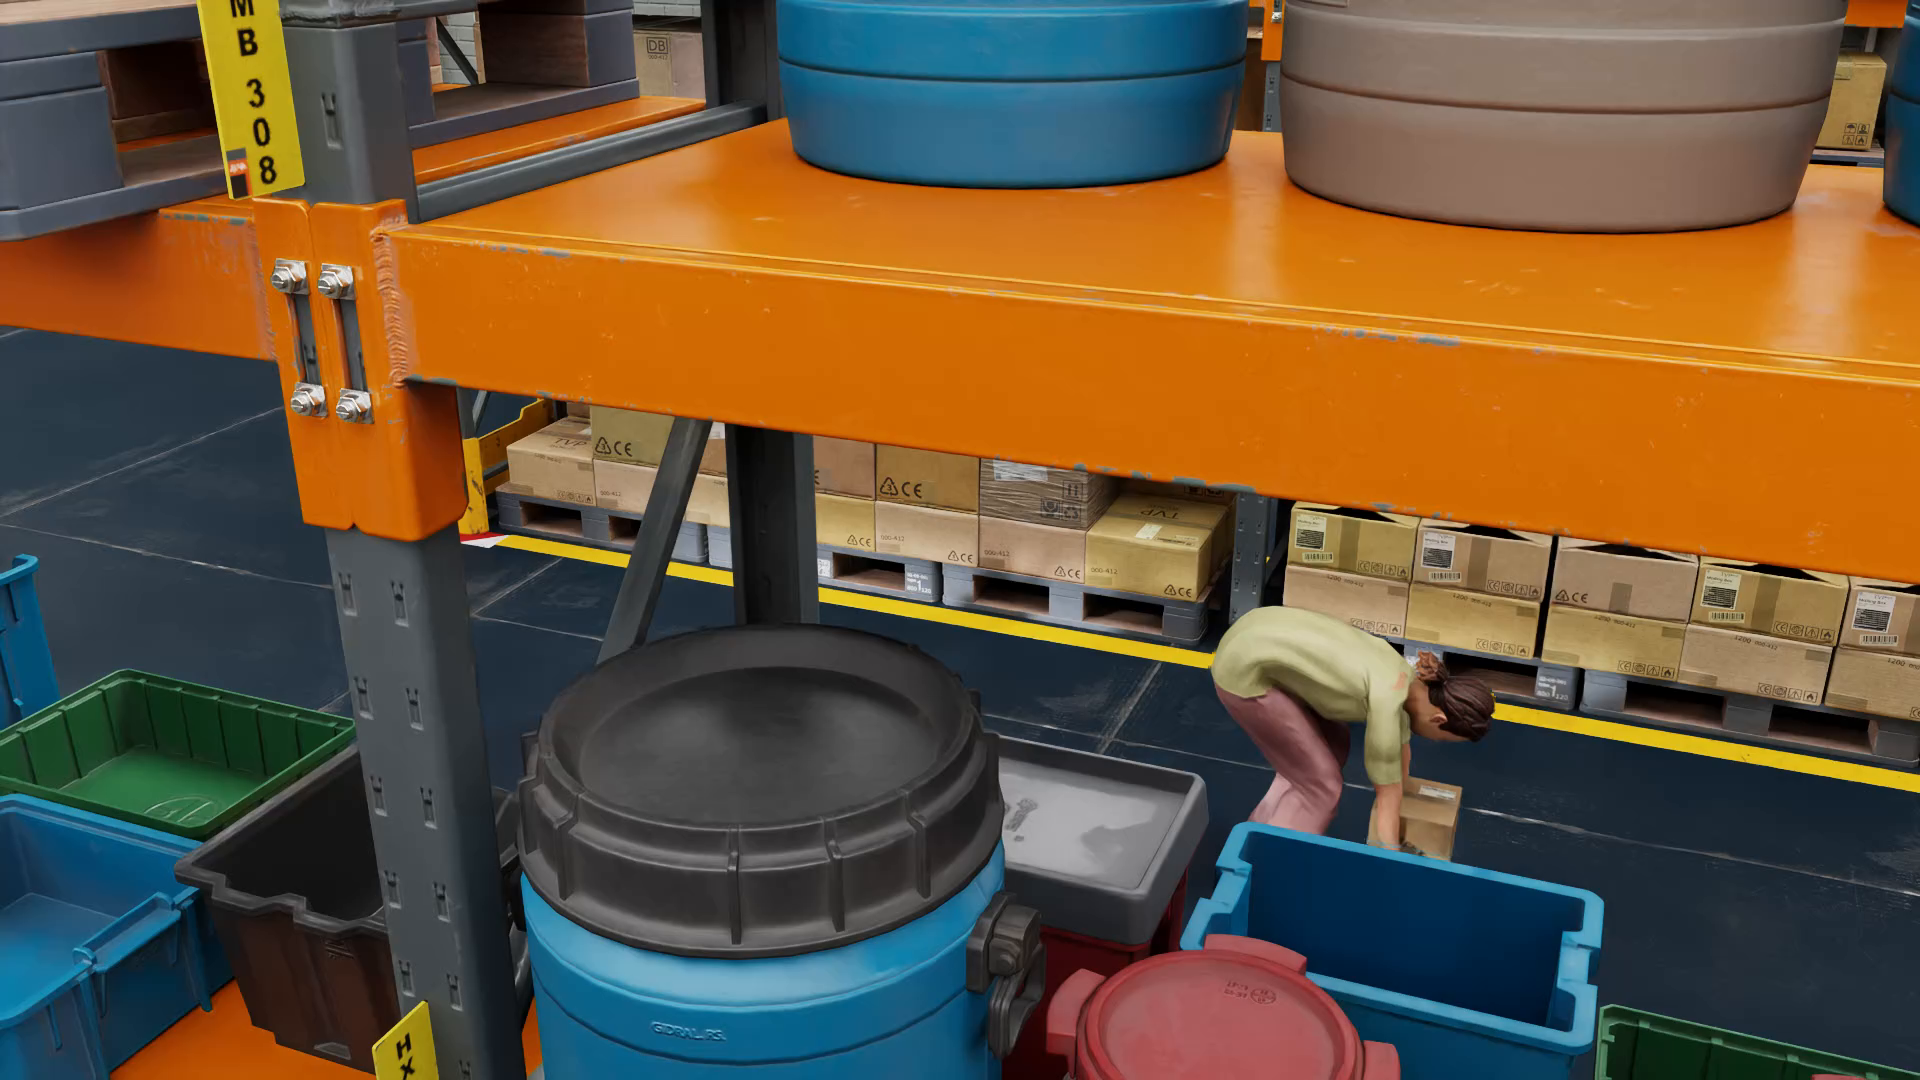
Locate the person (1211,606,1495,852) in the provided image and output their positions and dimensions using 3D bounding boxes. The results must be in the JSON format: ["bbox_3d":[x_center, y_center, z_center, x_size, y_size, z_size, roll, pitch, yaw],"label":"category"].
[{"bbox_3d":[1.221,0.736,5.306,0.860,0.915,0.447,8,24,18],"label":"person"}]
